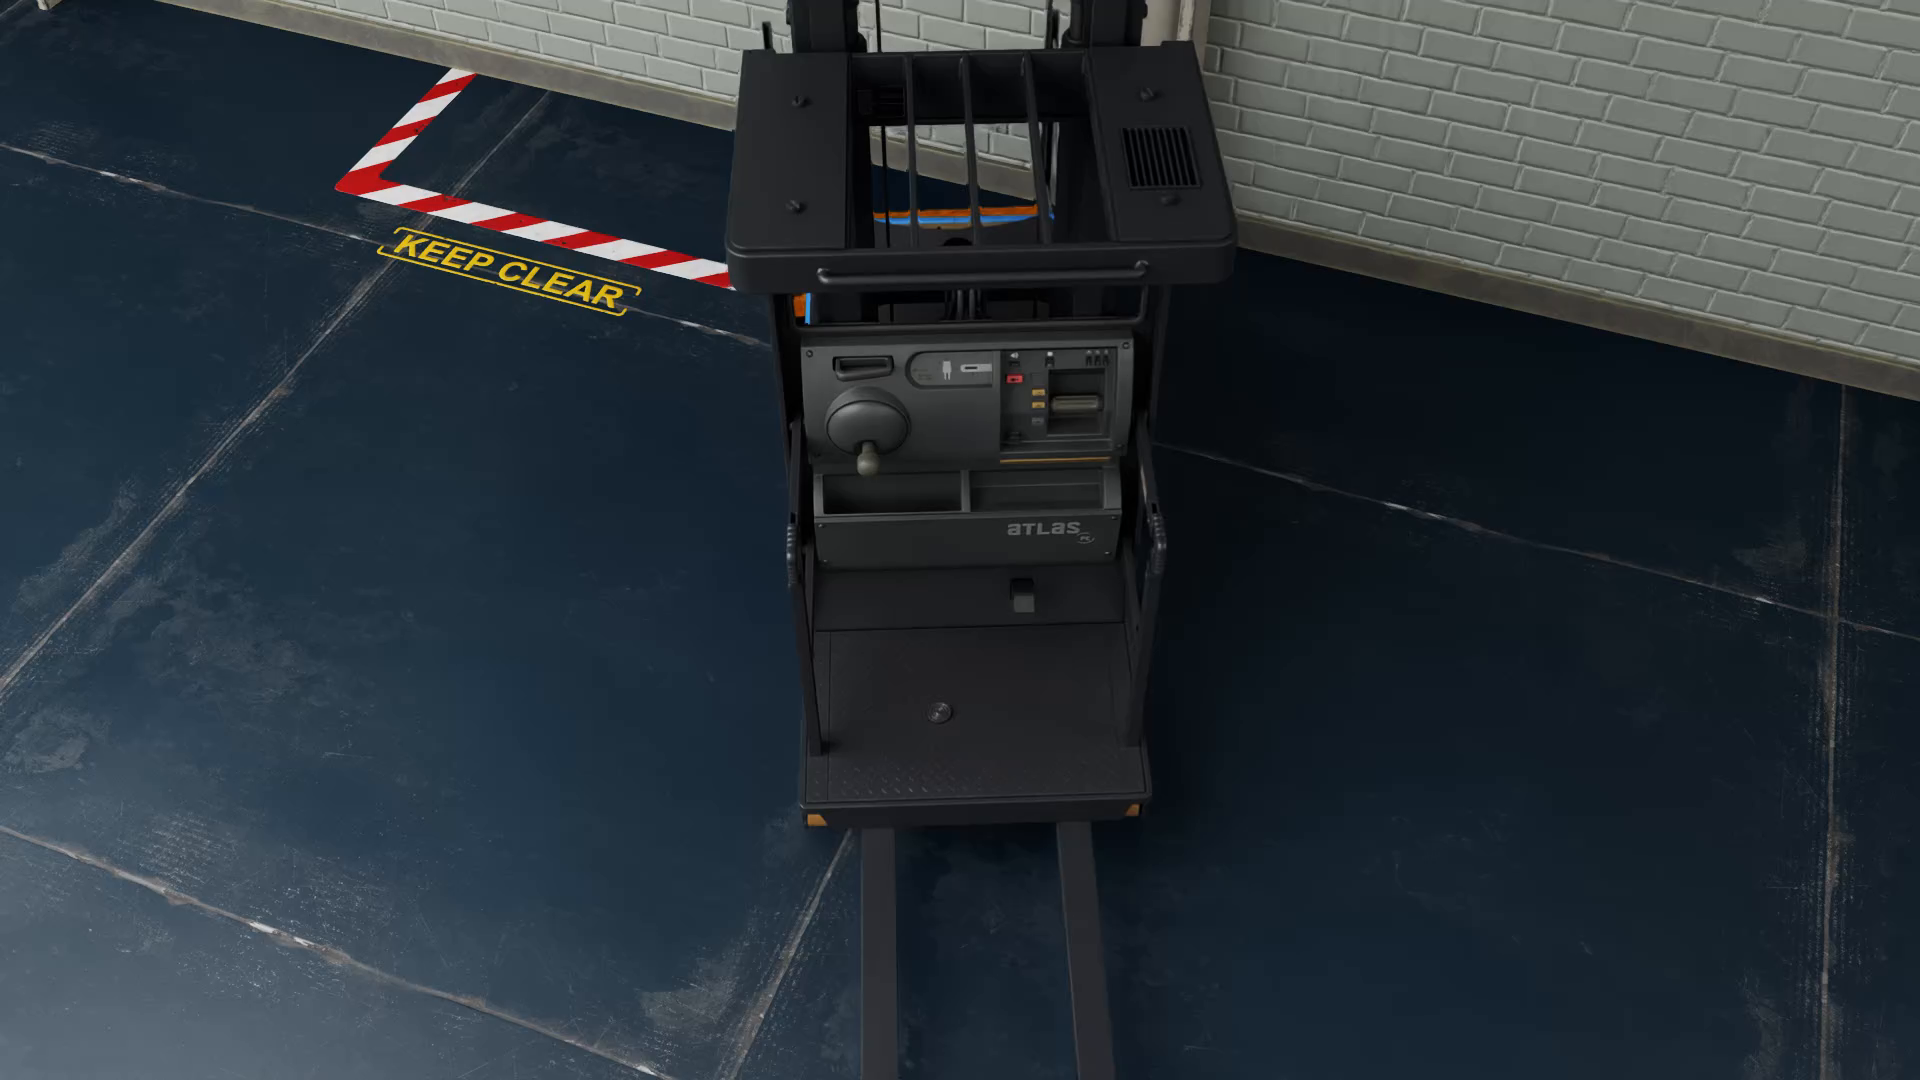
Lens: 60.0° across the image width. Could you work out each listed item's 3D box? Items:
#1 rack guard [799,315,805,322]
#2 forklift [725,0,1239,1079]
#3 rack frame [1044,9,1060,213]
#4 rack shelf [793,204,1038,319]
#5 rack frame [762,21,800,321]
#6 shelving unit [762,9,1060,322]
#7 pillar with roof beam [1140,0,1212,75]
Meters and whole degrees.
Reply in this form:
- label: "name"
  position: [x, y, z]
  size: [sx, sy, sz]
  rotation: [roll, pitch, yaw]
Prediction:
- label: "rack guard"
  position: [-0.642, -0.736, 6.722]
  size: [0.087, 0.250, 0.587]
  rotation: [-3, 49, -3]
- label: "forklift"
  position: [0.033, -0.282, 4.555]
  size: [1.130, 2.935, 3.031]
  rotation: [-2, 49, -1]
- label: "rack frame"
  position: [0.353, -1.202, 6.299]
  size: [0.032, 1.500, 0.500]
  rotation: [-3, 49, -3]
- label: "rack shelf"
  position: [-0.154, -1.055, 6.410]
  size: [1.000, 0.185, 0.538]
  rotation: [-3, 49, -3]
- label: "rack frame"
  position: [-0.661, -1.144, 6.249]
  size: [0.032, 1.500, 0.500]
  rotation: [-3, 49, -3]
- label: "shelving unit"
  position: [-0.145, -1.173, 6.274]
  size: [1.083, 1.500, 0.587]
  rotation: [-3, 49, -3]
- label: "pillar with roof beam"
  position: [-0.732, -1.236, 1.366]
  size: [0.400, 9.000, 9.100]
  rotation: [16, 51, 13]
